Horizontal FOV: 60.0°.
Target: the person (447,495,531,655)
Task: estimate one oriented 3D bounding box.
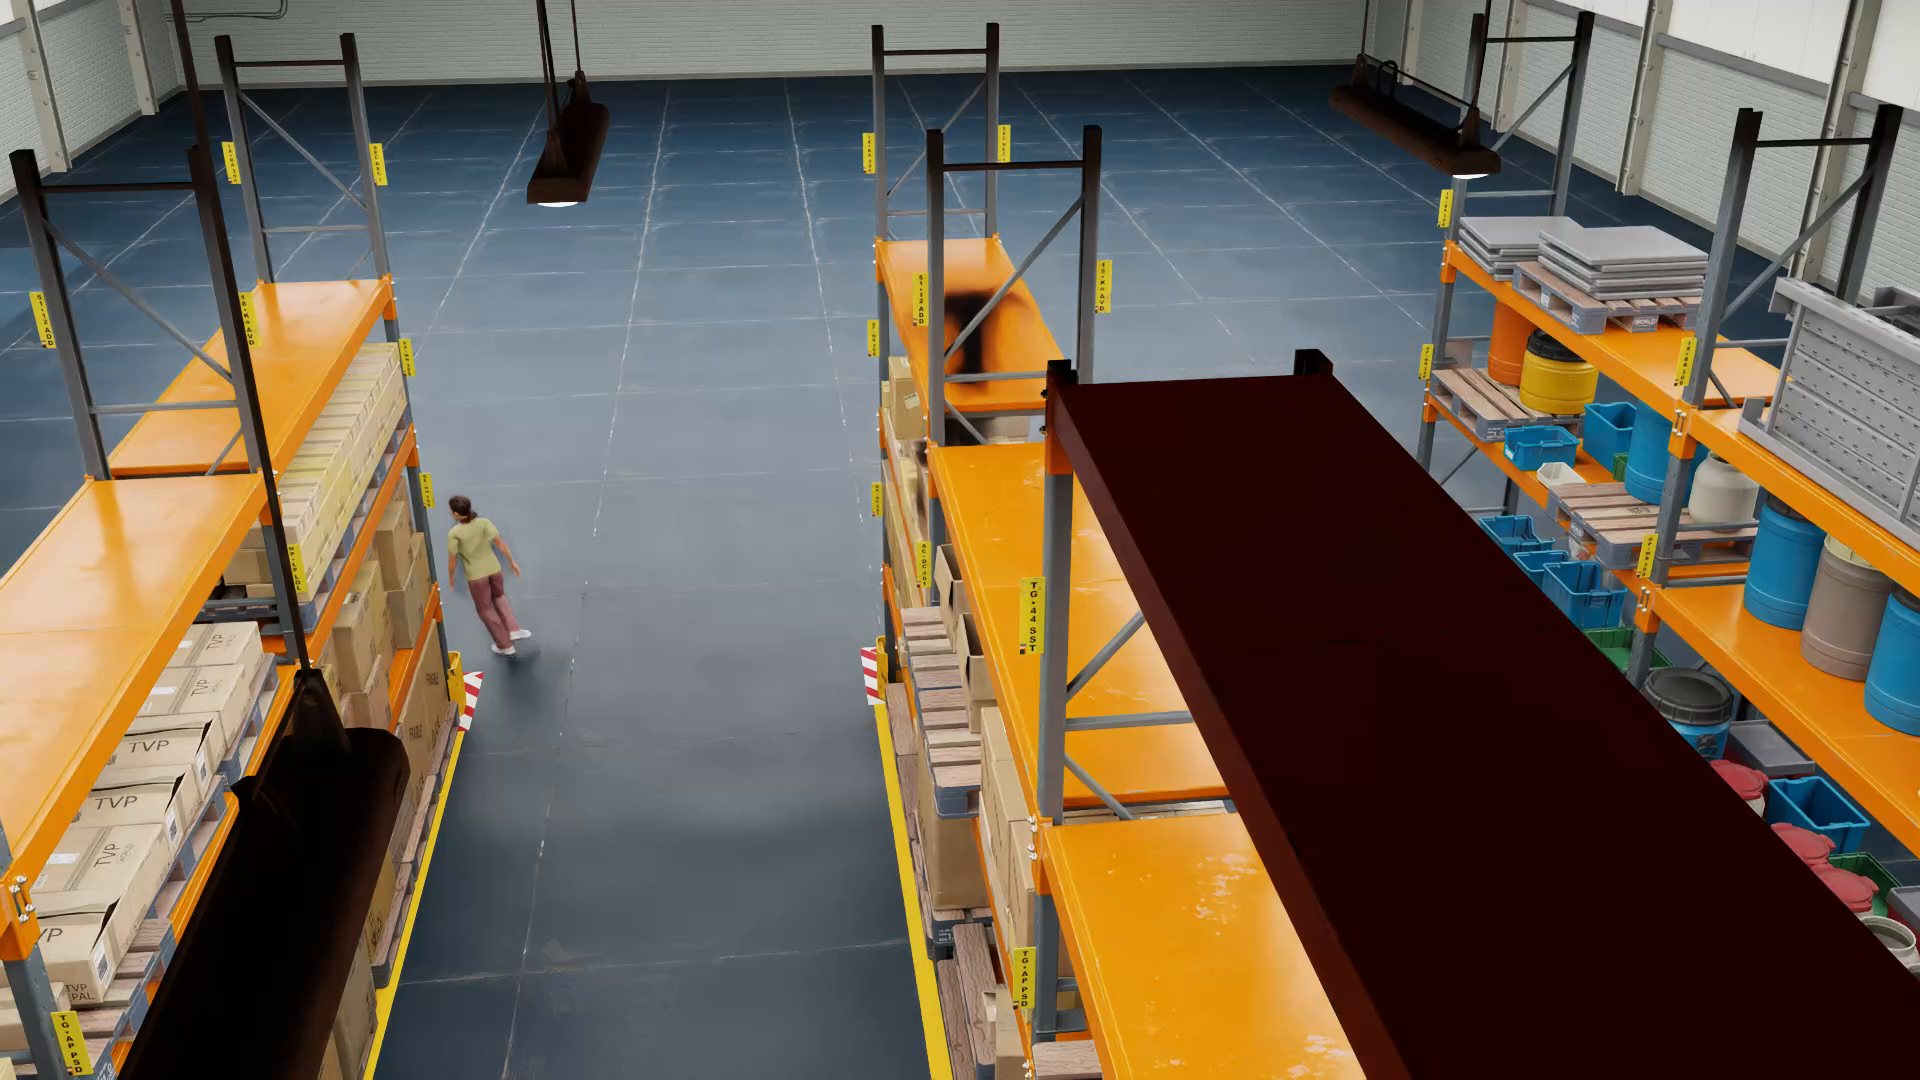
[{"bbox_3d":[-4.537,0.350,15.923,0.625,1.635,0.556,-22,33,-38],"label":"person"}]

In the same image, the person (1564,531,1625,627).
[{"bbox_3d":[6.194,0.183,16.109,0.626,1.779,0.791,-18,31,-33],"label":"person"}]
